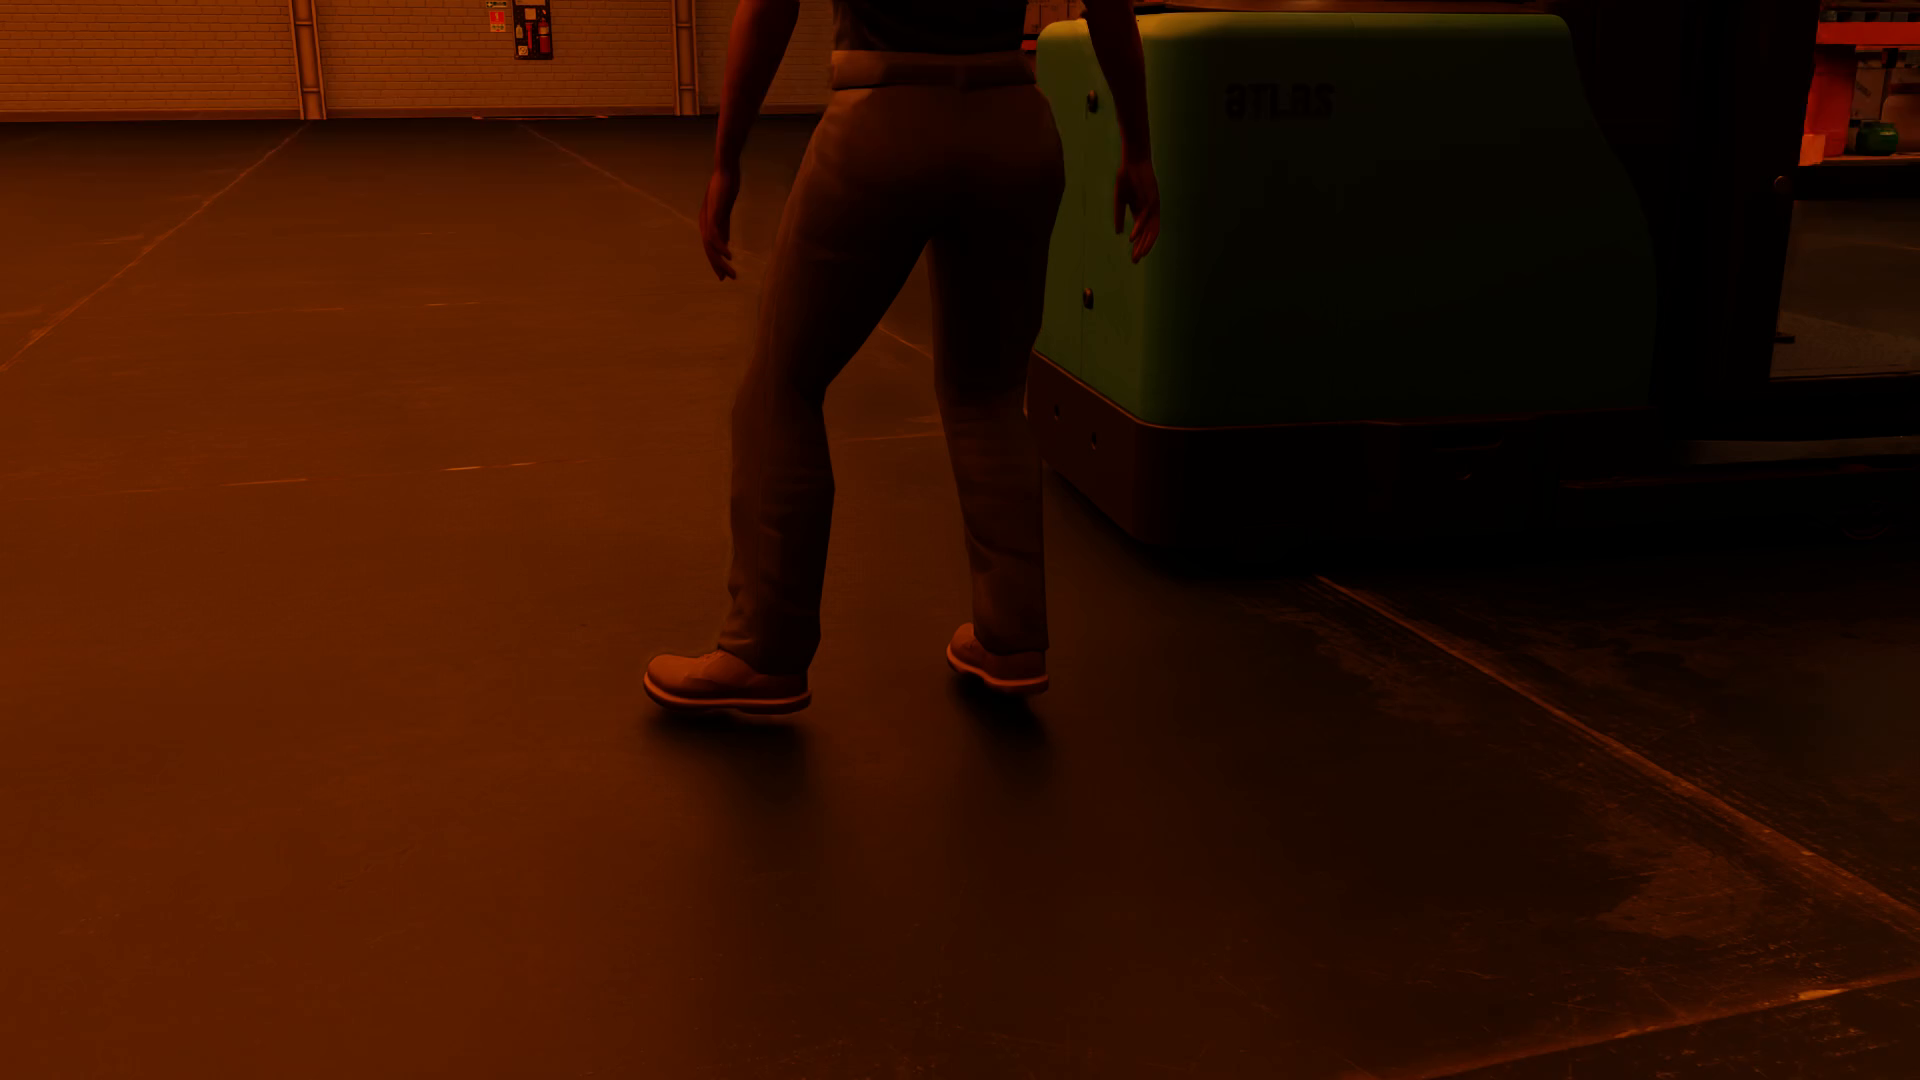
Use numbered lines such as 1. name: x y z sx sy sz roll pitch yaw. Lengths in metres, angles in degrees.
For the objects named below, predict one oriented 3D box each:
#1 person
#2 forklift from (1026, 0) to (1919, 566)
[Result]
1. person: -0.086 -0.540 2.441 0.790 1.628 0.358 -7 18 -22
2. forklift: 1.736 -1.547 3.634 3.031 2.935 1.130 -3 17 -12
